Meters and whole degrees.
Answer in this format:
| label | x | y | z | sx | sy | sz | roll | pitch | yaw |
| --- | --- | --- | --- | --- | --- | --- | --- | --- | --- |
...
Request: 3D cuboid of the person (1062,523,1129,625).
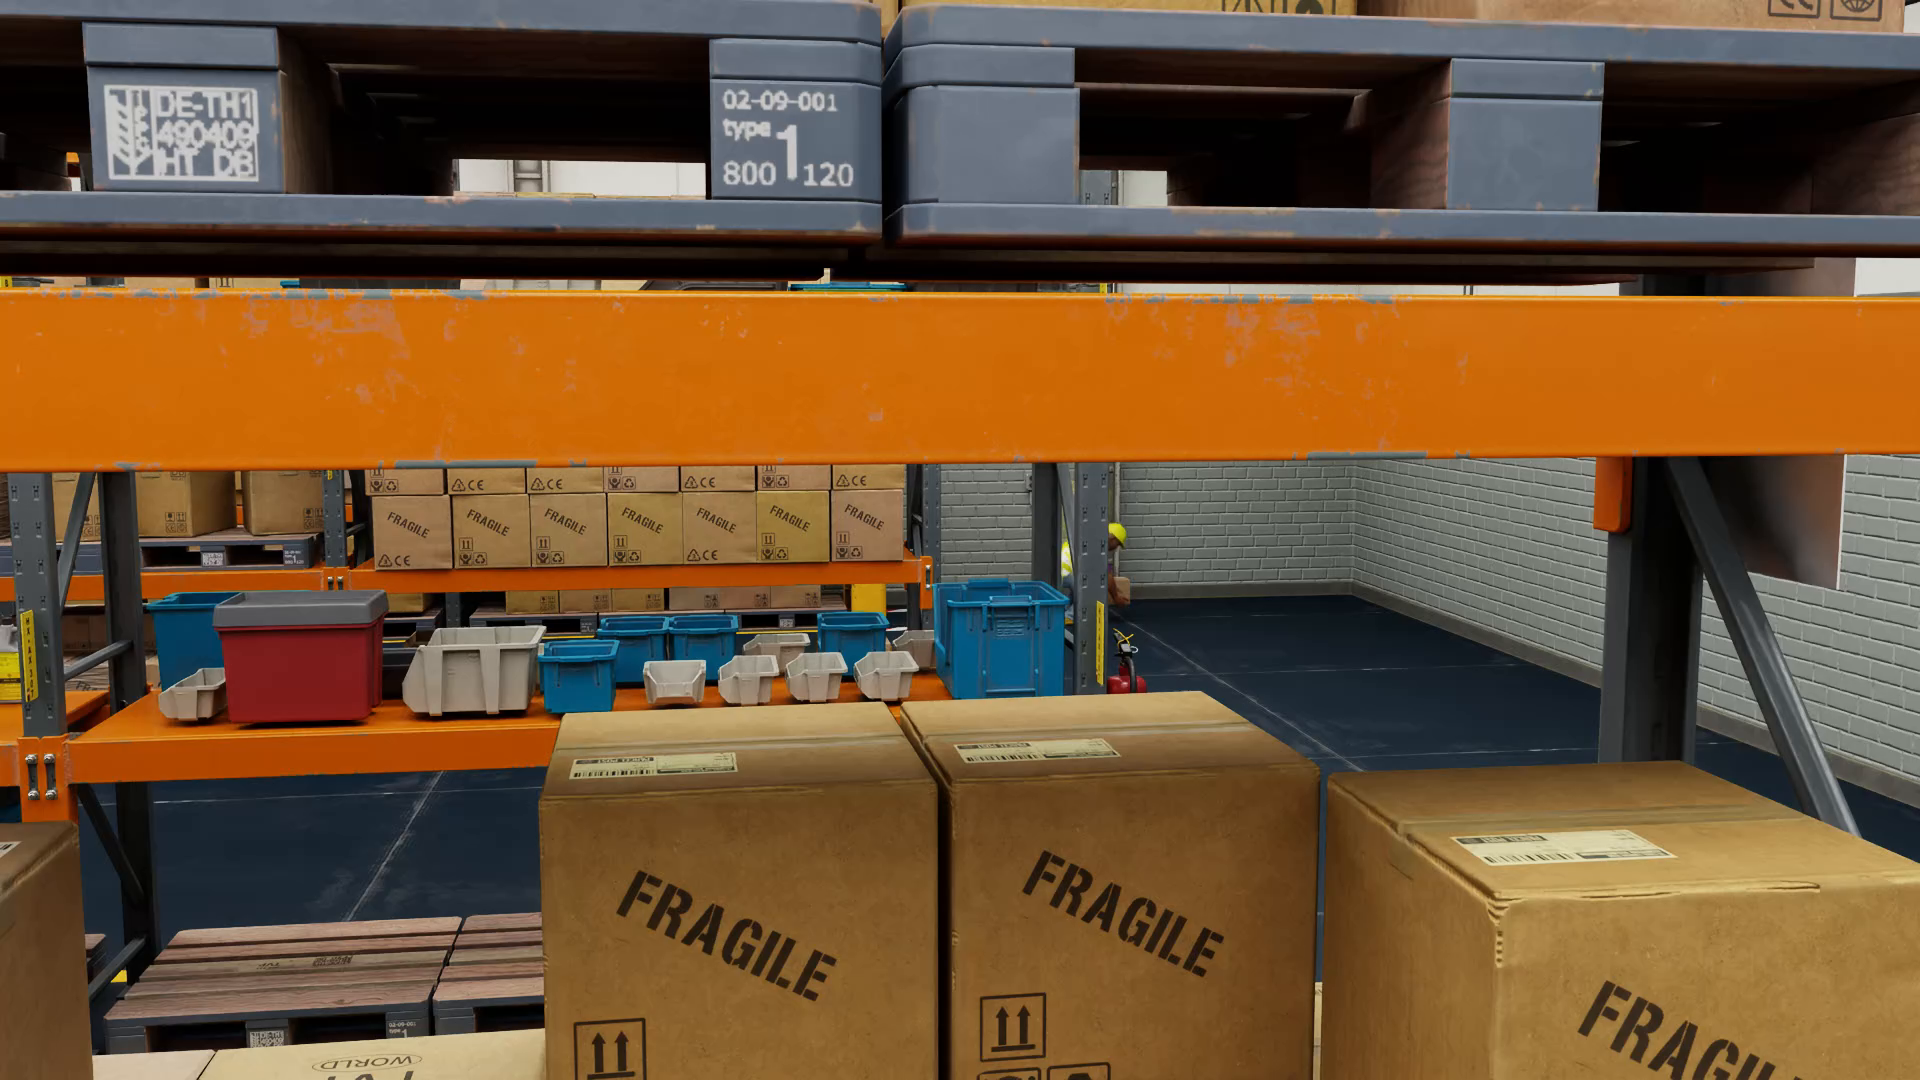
| label | x | y | z | sx | sy | sz | roll | pitch | yaw |
| --- | --- | --- | --- | --- | --- | --- | --- | --- | --- |
| person | 1.264 | 0.341 | 16.961 | 0.897 | 1.017 | 0.537 | -1 | 7 | -10 |
